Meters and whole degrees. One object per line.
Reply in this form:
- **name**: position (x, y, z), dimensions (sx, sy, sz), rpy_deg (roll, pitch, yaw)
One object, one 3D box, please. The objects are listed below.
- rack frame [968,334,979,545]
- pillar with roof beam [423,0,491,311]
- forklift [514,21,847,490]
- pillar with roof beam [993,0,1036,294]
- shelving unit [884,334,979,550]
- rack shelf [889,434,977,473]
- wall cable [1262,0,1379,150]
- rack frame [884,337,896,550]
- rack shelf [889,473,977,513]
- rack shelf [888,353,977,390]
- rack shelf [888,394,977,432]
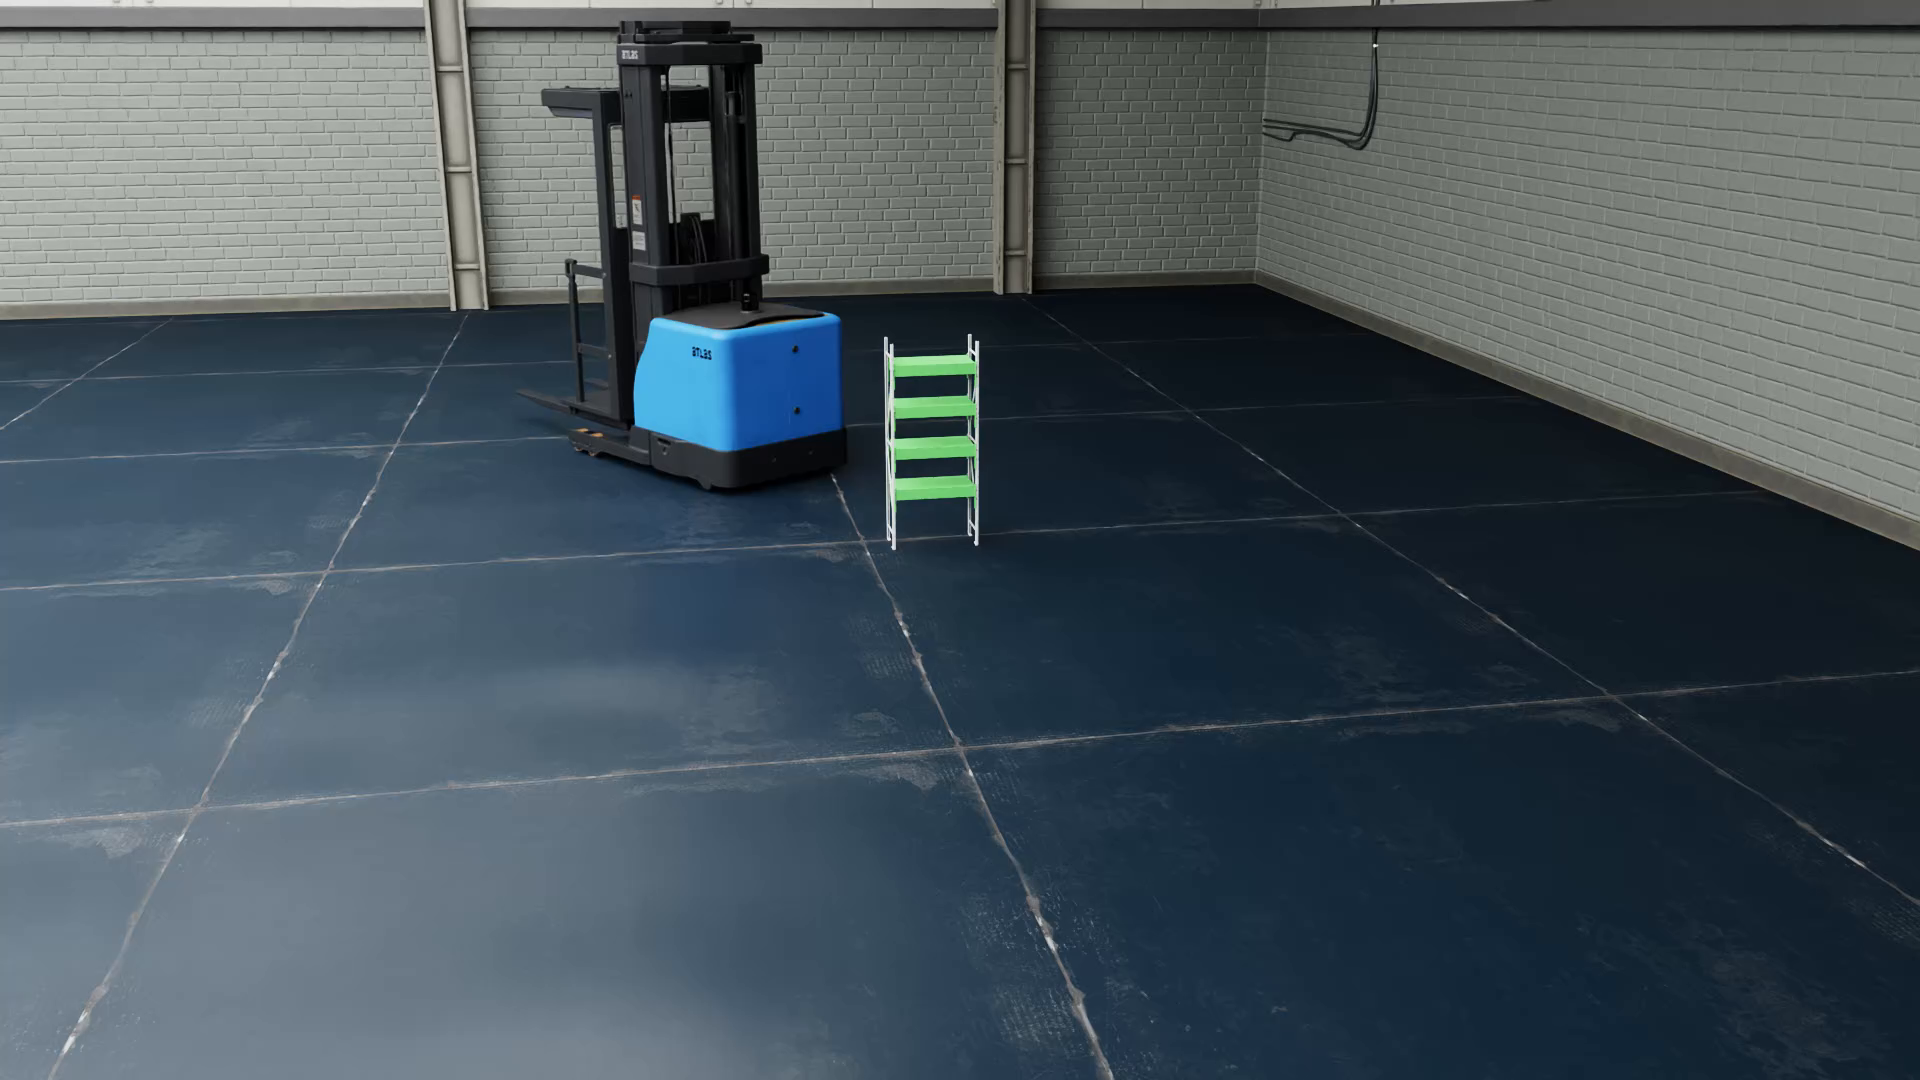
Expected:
- **rack frame**: position (0.077, -0.578, 9.650), dimensions (0.015, 1.200, 0.240), rpy_deg (-3, 17, -10)
- **pillar with roof beam**: position (-4.471, -5.572, 12.626), dimensions (0.400, 9.000, 9.100), rpy_deg (-3, 17, -10)
- **forklift**: position (-2.146, -2.080, 11.593), dimensions (1.130, 2.935, 3.031), rpy_deg (-16, 23, -41)
- **pillar with roof beam**: position (1.420, -5.906, 13.714), dimensions (0.400, 9.000, 9.100), rpy_deg (-3, 17, -10)
- **shelving unit**: position (-0.163, -0.564, 9.606), dimensions (0.503, 1.200, 0.258), rpy_deg (-3, 17, -10)
- **rack shelf**: position (-0.163, -0.503, 9.624), dimensions (0.480, 0.148, 0.258), rpy_deg (-3, 17, -10)
- **wall cable**: position (3.747, -5.446, 17.504), dimensions (0.112, 2.526, 3.097), rpy_deg (-3, 17, -10)
- **rack frame**: position (-0.402, -0.551, 9.561), dimensions (0.015, 1.200, 0.240), rpy_deg (-3, 17, -10)
- **rack shelf**: position (-0.163, -0.274, 9.695), dimensions (0.480, 0.148, 0.258), rpy_deg (-3, 17, -10)
- **rack shelf**: position (-0.163, -0.962, 9.483), dimensions (0.480, 0.148, 0.258), rpy_deg (-3, 17, -10)
- **rack shelf**: position (-0.163, -0.733, 9.554), dimensions (0.480, 0.148, 0.258), rpy_deg (-3, 17, -10)
